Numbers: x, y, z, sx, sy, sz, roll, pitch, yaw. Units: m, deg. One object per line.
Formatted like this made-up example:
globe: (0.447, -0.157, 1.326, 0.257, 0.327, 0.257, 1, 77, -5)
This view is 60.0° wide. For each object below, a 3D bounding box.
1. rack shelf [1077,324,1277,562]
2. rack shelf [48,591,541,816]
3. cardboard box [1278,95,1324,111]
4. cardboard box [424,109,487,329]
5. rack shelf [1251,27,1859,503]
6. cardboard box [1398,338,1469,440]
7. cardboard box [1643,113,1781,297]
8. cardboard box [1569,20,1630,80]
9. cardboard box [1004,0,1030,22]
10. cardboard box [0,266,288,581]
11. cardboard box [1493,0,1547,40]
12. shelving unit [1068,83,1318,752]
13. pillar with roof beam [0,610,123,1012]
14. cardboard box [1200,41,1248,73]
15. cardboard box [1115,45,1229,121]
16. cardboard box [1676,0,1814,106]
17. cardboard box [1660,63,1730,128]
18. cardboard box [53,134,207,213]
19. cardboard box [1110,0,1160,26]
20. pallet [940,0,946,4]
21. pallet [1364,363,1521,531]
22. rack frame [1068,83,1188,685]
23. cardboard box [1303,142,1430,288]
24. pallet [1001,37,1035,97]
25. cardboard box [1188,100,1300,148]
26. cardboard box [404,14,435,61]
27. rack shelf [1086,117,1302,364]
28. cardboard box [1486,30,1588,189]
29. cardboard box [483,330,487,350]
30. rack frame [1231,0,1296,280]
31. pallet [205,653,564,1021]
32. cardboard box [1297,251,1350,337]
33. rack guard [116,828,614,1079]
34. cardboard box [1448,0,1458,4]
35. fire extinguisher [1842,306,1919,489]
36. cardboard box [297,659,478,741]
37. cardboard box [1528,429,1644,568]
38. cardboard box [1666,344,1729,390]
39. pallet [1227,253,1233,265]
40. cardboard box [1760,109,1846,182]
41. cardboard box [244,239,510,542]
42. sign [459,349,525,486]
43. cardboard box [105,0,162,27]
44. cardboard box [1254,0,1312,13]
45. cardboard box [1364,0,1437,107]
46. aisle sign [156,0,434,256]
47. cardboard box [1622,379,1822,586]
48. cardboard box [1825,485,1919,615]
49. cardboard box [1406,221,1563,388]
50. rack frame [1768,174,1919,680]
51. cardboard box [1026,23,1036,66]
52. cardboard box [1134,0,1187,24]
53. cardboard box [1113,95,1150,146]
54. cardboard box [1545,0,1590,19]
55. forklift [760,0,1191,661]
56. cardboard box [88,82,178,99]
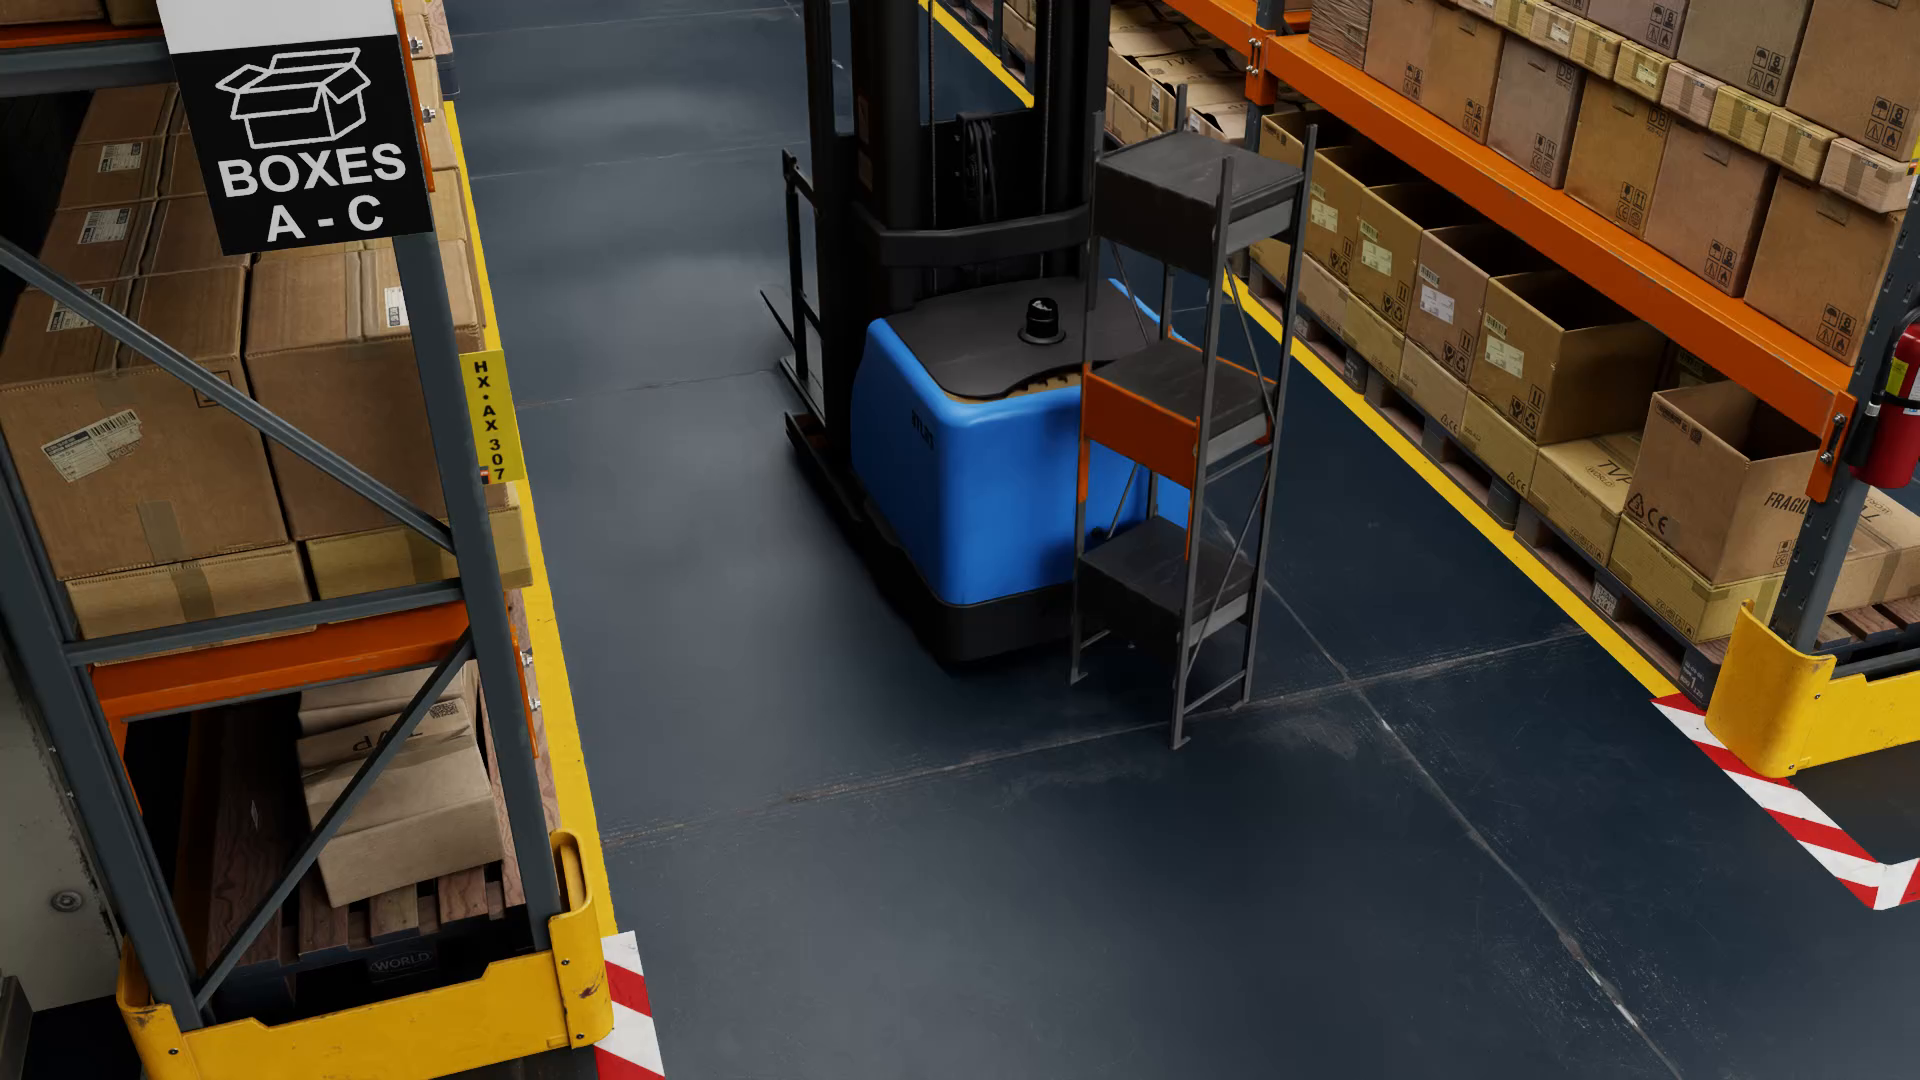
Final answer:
rack shelf: (0.702, -0.320, 5.354, 0.431, 0.518, 0.480, -27, 42, -34)
rack shelf: (-2.155, -0.563, 5.534, 1.077, 0.370, 4.000, -10, 35, -15)
cardboard box: (2.063, -2.269, 9.068, 0.500, 0.311, 0.500, -10, 35, -15)
cardboard box: (-1.697, -0.907, 4.839, 0.500, 0.500, 0.500, -11, 35, -16)
rack shelf: (2.561, -1.398, 6.798, 1.077, 0.370, 4.000, -10, 35, -15)
cardboard box: (2.258, -0.694, 7.192, 0.500, 0.250, 0.500, -10, 35, -15)
cardboard box: (2.877, -1.212, 5.773, 0.700, 0.500, 0.500, -9, 35, -13)
cardboard box: (2.477, -1.809, 6.088, 0.380, 0.149, 0.250, -9, 35, -13)
cardboard box: (0.611, -3.786, 11.364, 0.500, 0.311, 0.500, -9, 34, -13)
cardboard box: (-1.891, -0.284, 3.896, 0.500, 0.500, 0.500, -10, 35, -15)
cardboard box: (2.325, -2.075, 6.490, 0.380, 0.149, 0.250, -10, 35, -15)
shelving unit: (0.702, -0.332, 5.346, 0.431, 2.100, 0.503, -27, 42, -34)
pillar with roof beam: (1.518, -3.262, 3.525, 9.100, 9.000, 0.400, -10, 35, -15)
cardboard box: (1.756, -2.805, 9.878, 0.500, 0.311, 0.500, -11, 35, -16)
cardboard box: (1.240, -2.709, 9.734, 0.500, 0.311, 0.500, -10, 35, -15)
cardboard box: (2.860, -1.782, 5.458, 0.700, 0.500, 0.500, -11, 35, -16)
cardboard box: (2.640, -1.533, 5.670, 0.380, 0.149, 0.250, -10, 35, -14)
cardboard box: (-2.197, -0.820, 4.709, 0.500, 0.500, 0.500, -11, 35, -16)
cardboard box: (0.933, -3.244, 10.543, 0.500, 0.311, 0.500, -11, 35, -16)
pallet: (0.171, -4.723, 13.706, 1.003, 0.211, 1.213, -10, 35, -15)
pallet: (2.530, -0.519, 7.344, 1.003, 0.211, 1.213, -10, 35, -15)
rack frame: (0.538, -0.431, 5.497, 0.400, 2.100, 0.015, -27, 42, -34)
cardboard box: (1.955, -1.532, 7.781, 0.500, 0.500, 0.500, -10, 35, -15)
pallet: (0.945, -3.246, 11.472, 1.003, 0.211, 1.213, -10, 35, -15)
cardboard box: (1.555, -2.175, 8.925, 0.500, 0.311, 0.500, -10, 35, -15)
cardboard box: (-2.025, -1.449, 5.659, 0.500, 0.500, 0.500, -11, 35, -16)
rack shelf: (0.701, -0.904, 4.967, 0.431, 0.518, 0.480, -27, 42, -34)
cardboard box: (2.566, -1.750, 6.586, 0.700, 0.500, 0.500, -9, 35, -13)
cardboard box: (-1.713, -0.608, 5.066, 0.500, 0.250, 0.500, -11, 35, -15)
rack frame: (1.951, -2.749, 8.189, 1.000, 3.000, 0.127, -10, 35, -15)
pallet: (-1.782, 0.878, 5.230, 1.003, 0.211, 1.213, -10, 35, -15)
cardboard box: (1.952, -1.219, 7.987, 0.500, 0.250, 0.500, -10, 35, -15)
rack guard: (-1.568, 1.190, 4.496, 1.175, 0.500, 0.348, -10, 35, -15)
cardboard box: (2.162, -2.351, 6.908, 0.380, 0.149, 0.250, -11, 35, -16)
fire extinguisher: (2.765, -0.476, 4.820, 0.296, 0.674, 0.183, -10, 35, -15)
cardboard box: (-1.844, 0.447, 5.392, 0.500, 0.311, 0.500, -7, 34, -11)
cardboard box: (2.563, -0.169, 6.398, 0.500, 0.250, 0.500, -10, 35, -15)
cardboard box: (3.065, -0.571, 6.326, 0.500, 0.500, 0.500, -10, 35, -15)
pallet: (1.690, -1.965, 9.533, 1.003, 0.211, 1.213, -10, 35, -15)
cardboard box: (2.792, -1.267, 5.267, 0.380, 0.149, 0.250, -9, 35, -14)
cardboard box: (-1.404, -0.373, 4.032, 0.500, 0.500, 0.500, -10, 35, -15)
sign: (-1.028, -0.266, 3.646, 0.100, 0.325, 0.005, -10, 35, -15)
cardboard box: (-1.409, -1.333, 3.216, 0.500, 0.500, 0.500, -9, 35, -13)
cardboard box: (1.760, -2.937, 8.610, 0.500, 0.250, 0.500, -8, 34, -12)
cardboard box: (2.260, -2.283, 7.393, 0.700, 0.500, 0.500, -10, 35, -15)
aisle sign: (-1.237, -0.911, 3.049, 0.394, 0.787, 0.004, -10, 35, -15)
cardboard box: (2.725, -0.221, 5.796, 0.500, 0.500, 0.500, -10, 35, -15)
cardboard box: (3.220, 0.005, 6.135, 0.500, 0.250, 0.500, -10, 35, -15)
cardboard box: (2.254, -1.006, 6.985, 0.500, 0.500, 0.500, -10, 35, -15)
rack frame: (3.172, -0.648, 5.010, 1.000, 3.000, 0.127, -10, 35, -15)
cardboard box: (0.766, -3.289, 11.119, 0.500, 0.250, 0.500, -11, 35, -16)
cardboard box: (1.442, -3.340, 10.688, 0.500, 0.311, 0.500, -10, 35, -15)
cardboard box: (1.240, -2.480, 9.895, 0.500, 0.250, 0.500, -9, 35, -14)
cardboard box: (2.552, -2.309, 6.256, 0.700, 0.500, 0.500, -10, 35, -15)
forklift: (-0.121, -1.593, 6.502, 1.130, 2.935, 3.031, -12, 35, -18)
cardboard box: (-2.520, -1.356, 5.518, 0.500, 0.500, 0.500, -9, 35, -13)
